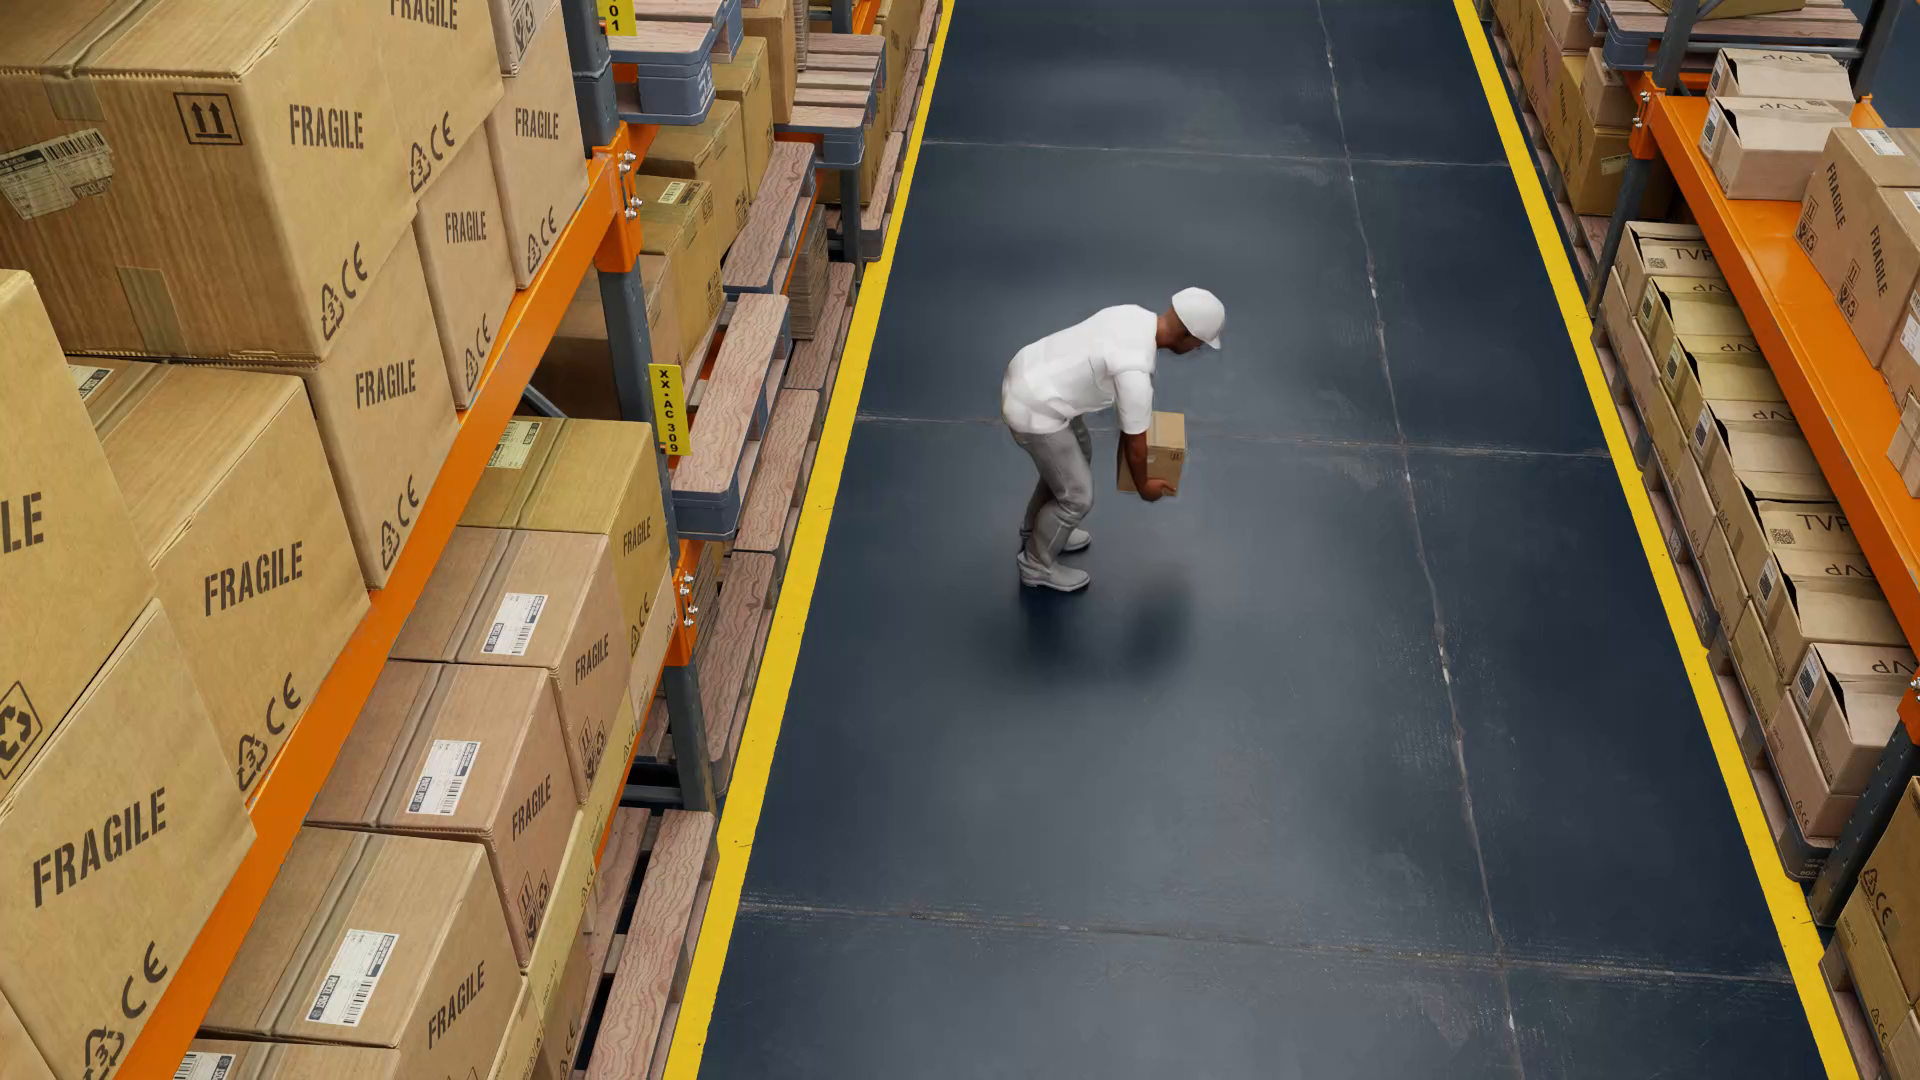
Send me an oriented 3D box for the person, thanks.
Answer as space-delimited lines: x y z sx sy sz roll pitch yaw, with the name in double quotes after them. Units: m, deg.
0.606 -0.443 6.943 0.881 1.413 0.489 2 40 3 "person"
